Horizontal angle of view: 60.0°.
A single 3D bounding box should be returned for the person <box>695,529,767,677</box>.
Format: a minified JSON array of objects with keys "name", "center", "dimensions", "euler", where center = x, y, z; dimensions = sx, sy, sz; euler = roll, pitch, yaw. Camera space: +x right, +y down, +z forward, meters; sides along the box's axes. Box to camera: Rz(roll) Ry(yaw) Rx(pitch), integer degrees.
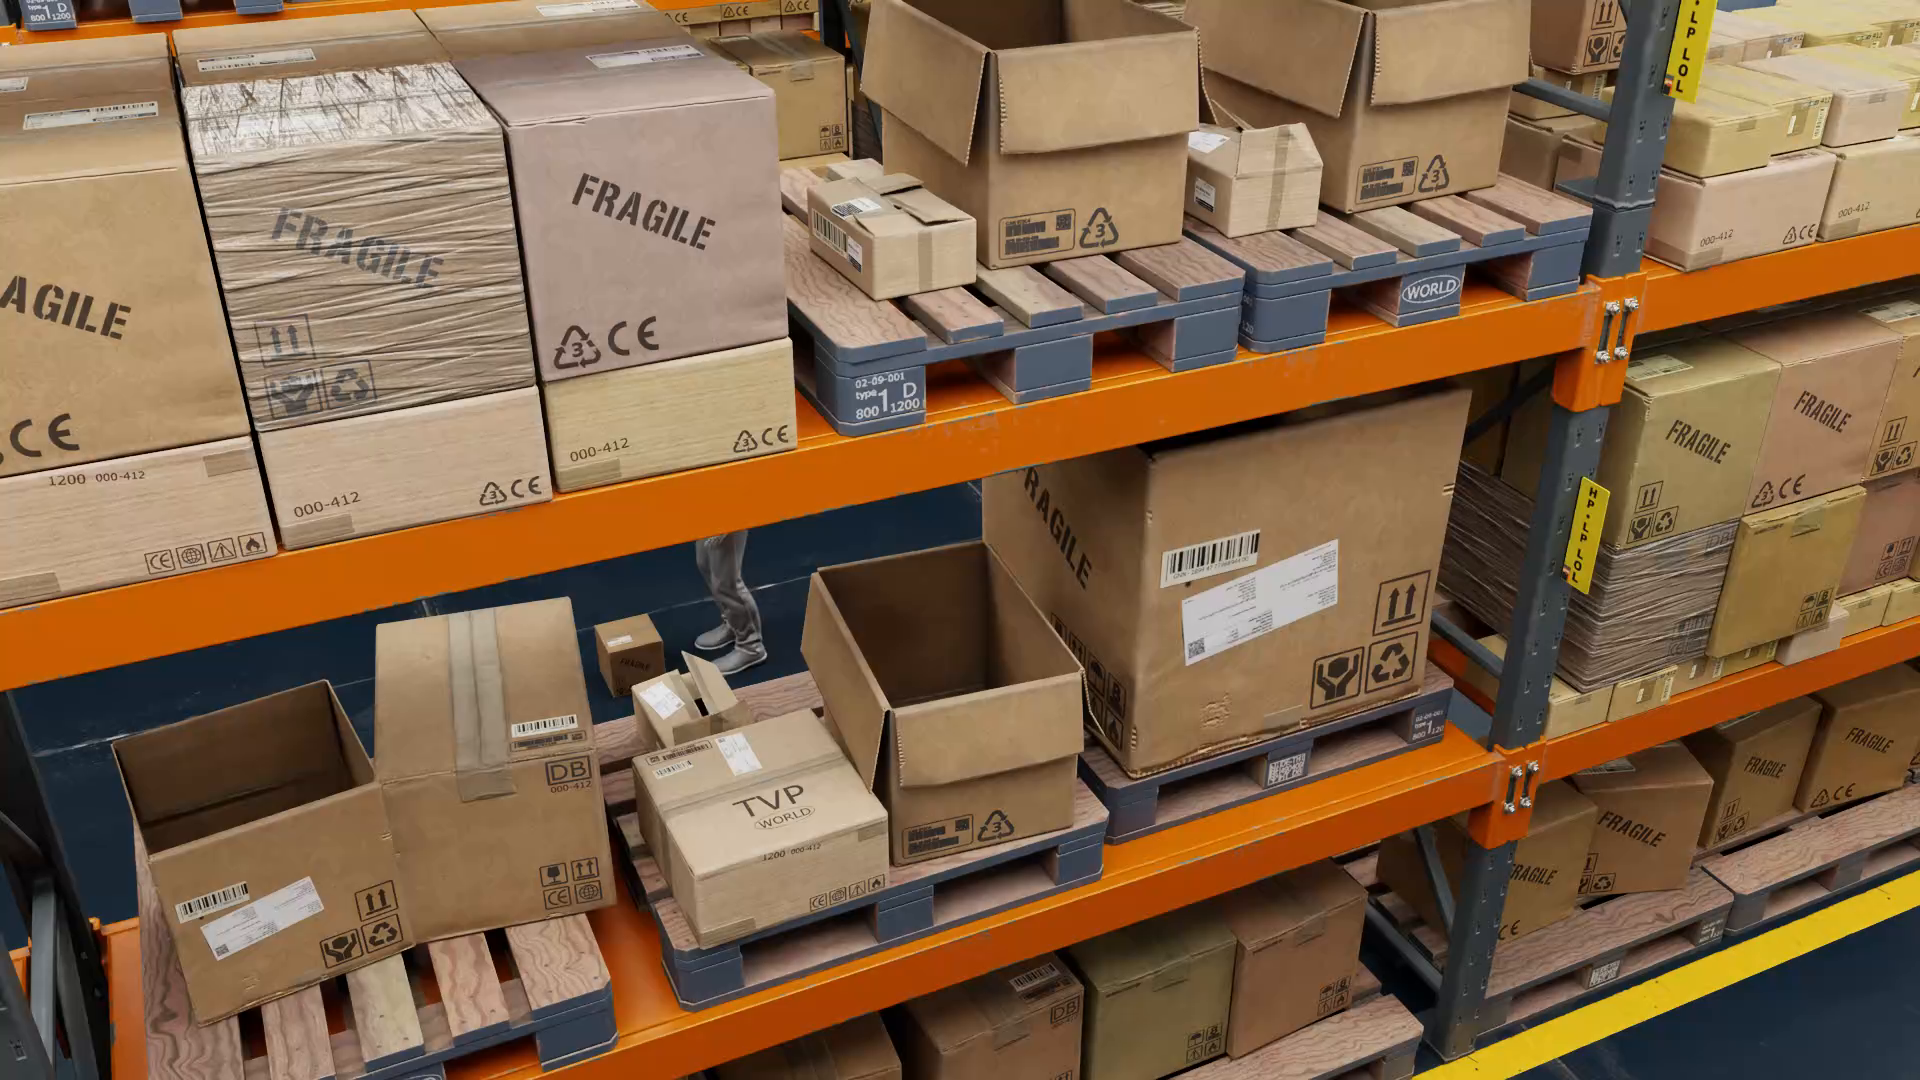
[{"name":"person","center":[-1.068,-0.168,7.437],"dimensions":[0.338,1.659,0.476],"euler":[-13,32,-21]}]
